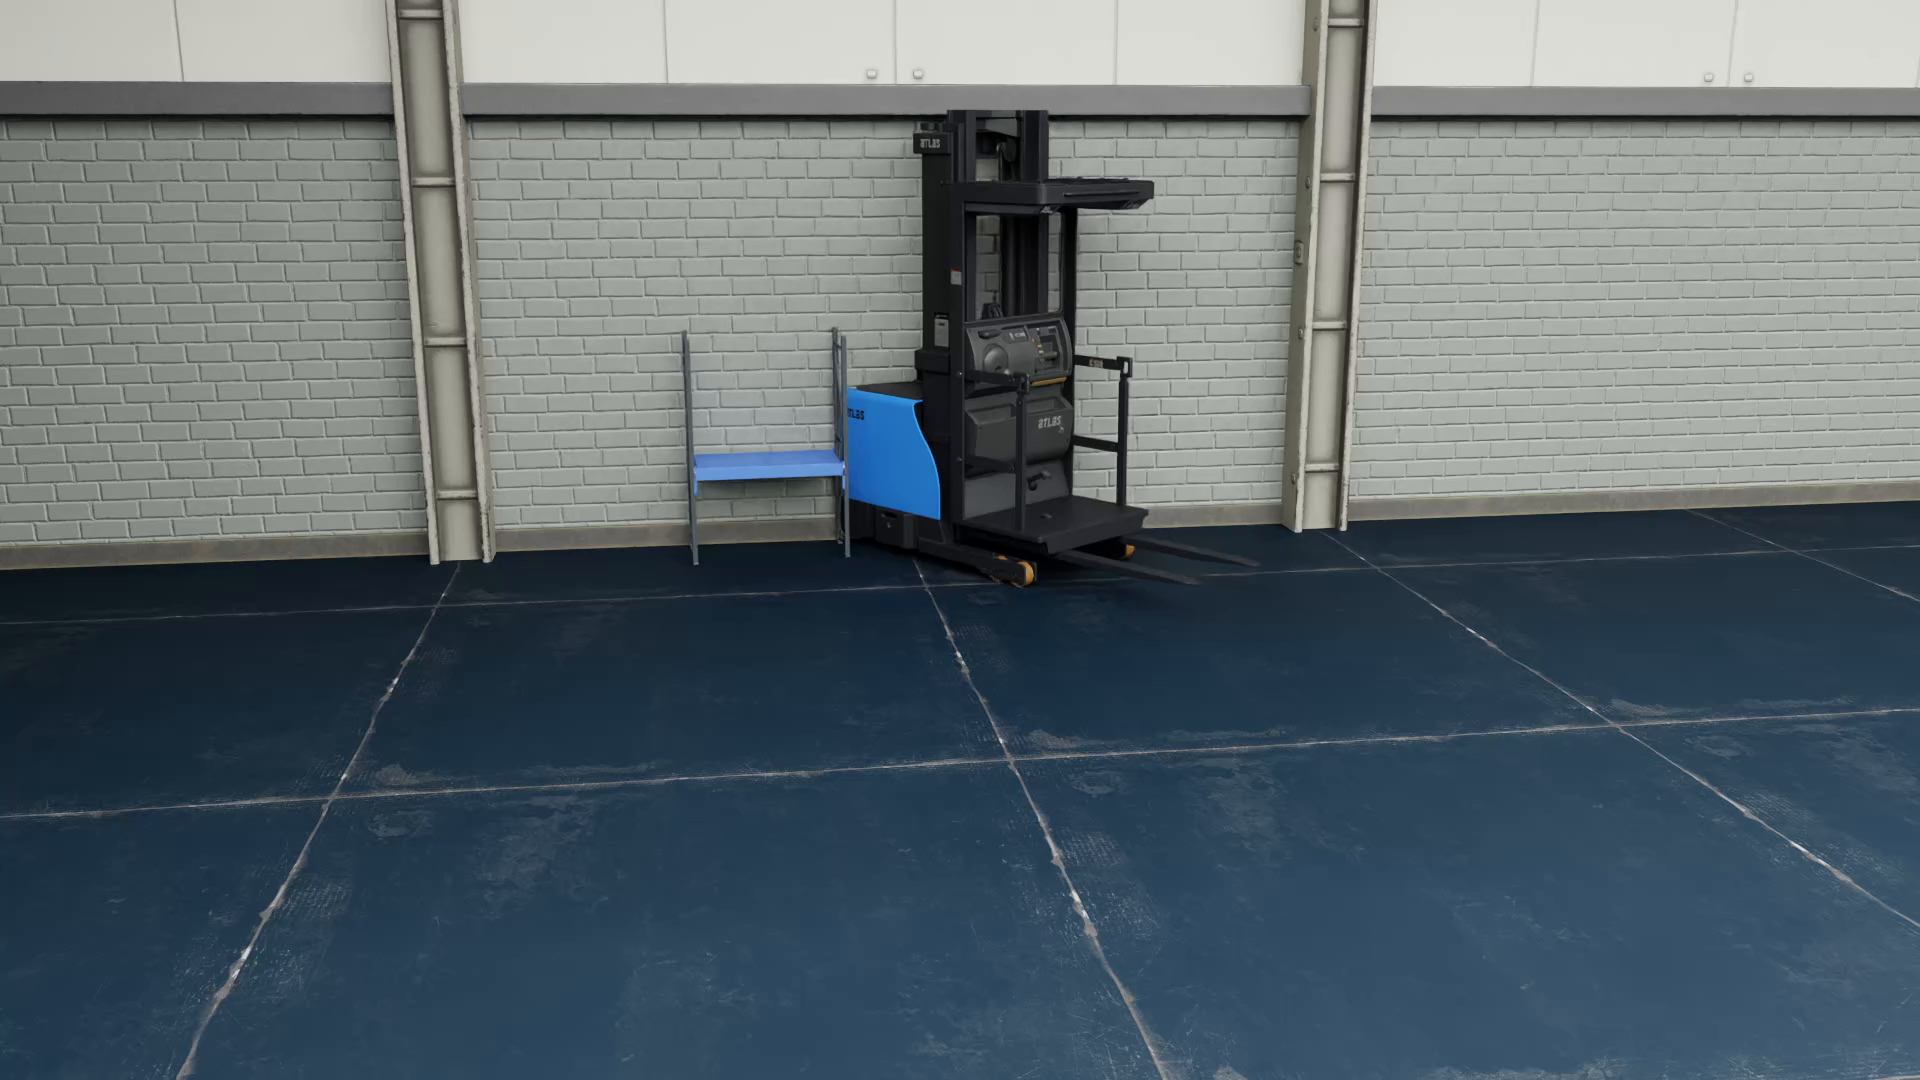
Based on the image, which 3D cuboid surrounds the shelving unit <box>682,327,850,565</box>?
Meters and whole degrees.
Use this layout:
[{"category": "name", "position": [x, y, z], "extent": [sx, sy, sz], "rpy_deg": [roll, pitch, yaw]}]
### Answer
[{"category": "shelving unit", "position": [-1.307, -0.645, 11.212], "extent": [1.048, 1.500, 0.538], "rpy_deg": [-3, 14, -11]}]

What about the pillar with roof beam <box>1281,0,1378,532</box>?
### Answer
[{"category": "pillar with roof beam", "position": [3.217, -3.429, 6.895], "extent": [0.400, 9.000, 9.100], "rpy_deg": [-2, 14, -8]}]

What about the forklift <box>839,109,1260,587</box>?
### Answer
[{"category": "forklift", "position": [0.542, -1.263, 10.733], "extent": [1.130, 2.935, 3.031], "rpy_deg": [-14, 19, -43]}]

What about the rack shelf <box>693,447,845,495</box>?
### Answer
[{"category": "rack shelf", "position": [-1.307, -0.471, 11.256], "extent": [1.000, 0.185, 0.538], "rpy_deg": [-3, 14, -11]}]

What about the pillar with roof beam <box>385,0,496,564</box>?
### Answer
[{"category": "pillar with roof beam", "position": [-2.716, -3.211, 6.028], "extent": [0.400, 9.000, 9.100], "rpy_deg": [-2, 14, -8]}]

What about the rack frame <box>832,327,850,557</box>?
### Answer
[{"category": "rack frame", "position": [-0.809, -0.669, 11.308], "extent": [0.032, 1.500, 0.500], "rpy_deg": [-3, 14, -11]}]

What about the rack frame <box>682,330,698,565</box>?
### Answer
[{"category": "rack frame", "position": [-1.806, -0.621, 11.115], "extent": [0.032, 1.500, 0.500], "rpy_deg": [-3, 14, -11]}]
